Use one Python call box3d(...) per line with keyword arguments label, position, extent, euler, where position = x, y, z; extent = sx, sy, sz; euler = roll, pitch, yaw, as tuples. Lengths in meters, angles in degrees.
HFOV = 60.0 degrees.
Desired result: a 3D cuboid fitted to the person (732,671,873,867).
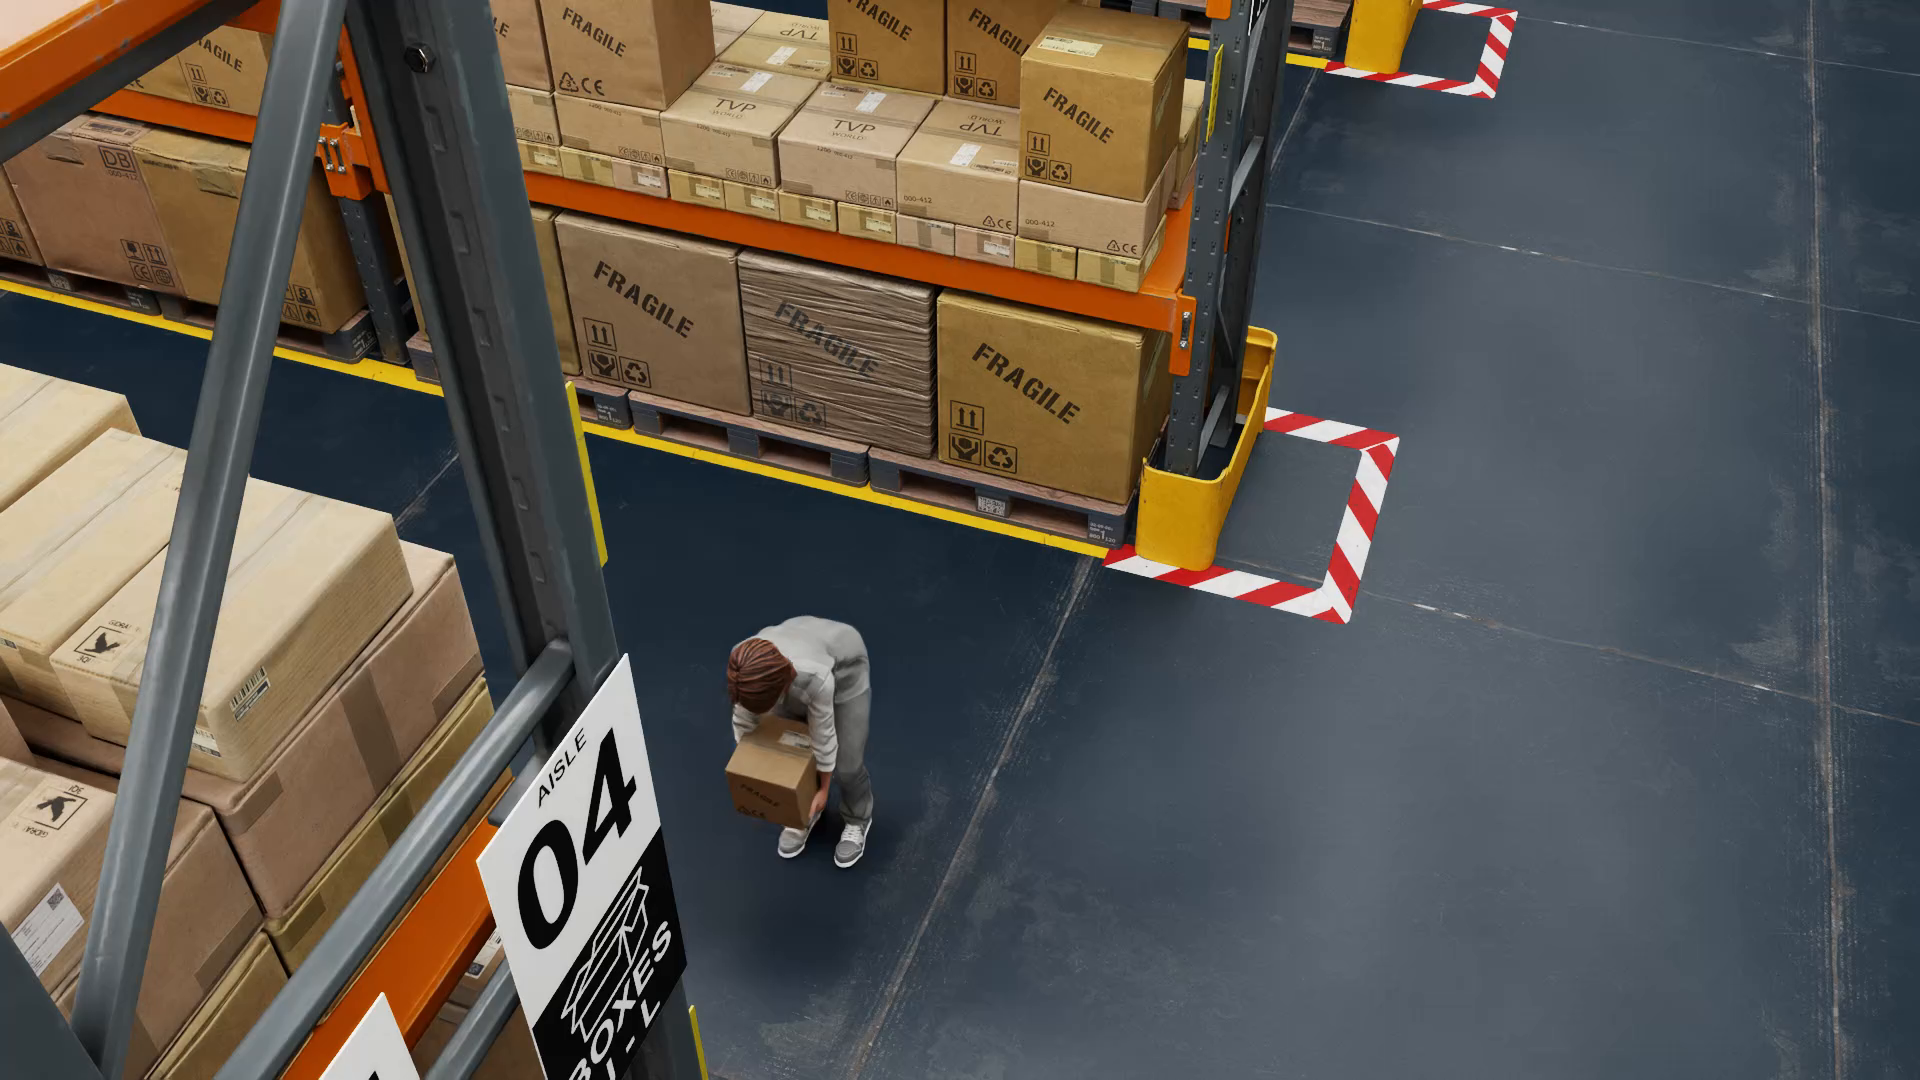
box3d(label="person", position=(-0.510, 0.672, 5.714), extent=(0.373, 1.213, 0.511), euler=(13, 44, 14))
